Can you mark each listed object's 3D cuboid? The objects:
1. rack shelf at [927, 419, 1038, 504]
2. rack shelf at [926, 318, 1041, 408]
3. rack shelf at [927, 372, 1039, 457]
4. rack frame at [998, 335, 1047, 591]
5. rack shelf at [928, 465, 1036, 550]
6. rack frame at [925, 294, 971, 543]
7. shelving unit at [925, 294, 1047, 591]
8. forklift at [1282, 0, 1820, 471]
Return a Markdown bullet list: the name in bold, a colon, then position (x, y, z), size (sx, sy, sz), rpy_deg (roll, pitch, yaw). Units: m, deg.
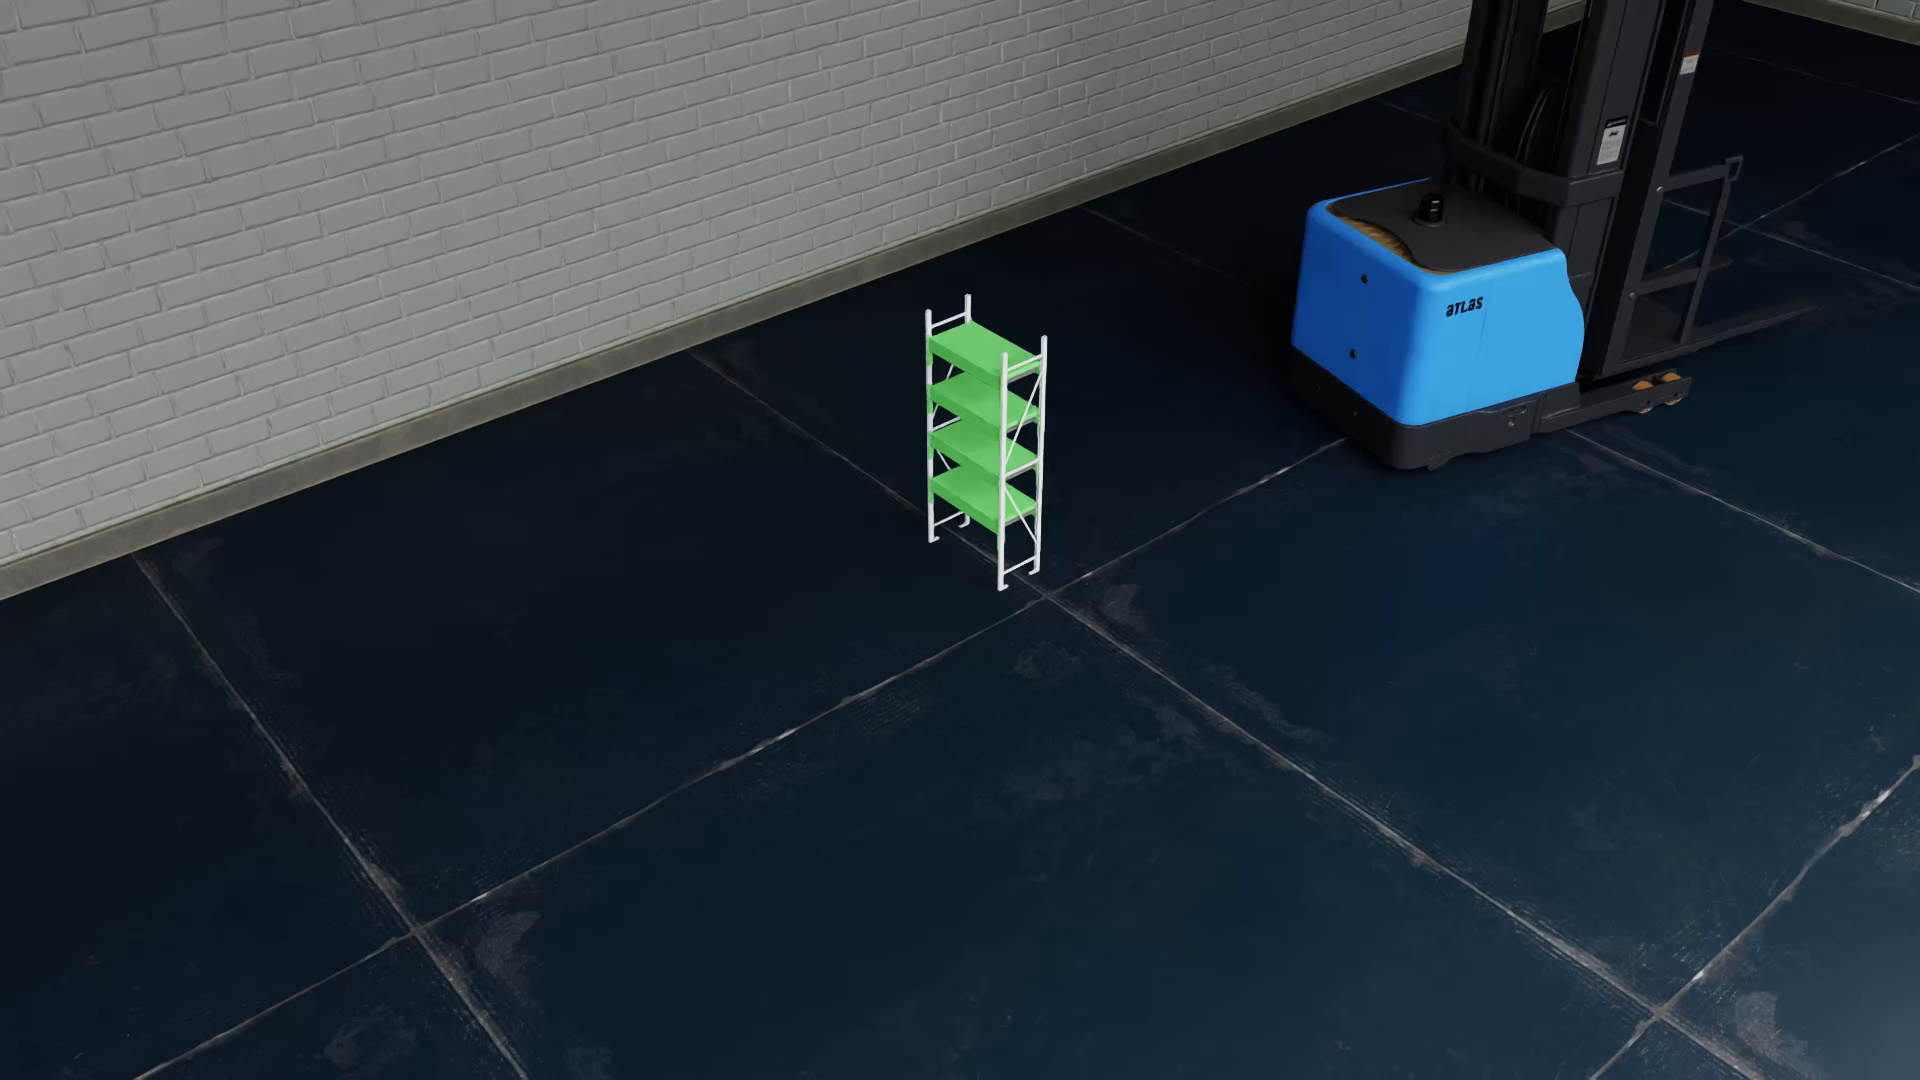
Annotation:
- **rack shelf**: position (0.107, -0.364, 7.337), size (0.258, 0.148, 0.480), rpy_deg (-26, 43, -32)
- **rack shelf**: position (0.107, -0.756, 7.060), size (0.258, 0.148, 0.480), rpy_deg (-26, 43, -32)
- **rack shelf**: position (0.107, -0.560, 7.198), size (0.258, 0.148, 0.480), rpy_deg (-26, 43, -32)
- **rack frame**: position (0.264, -0.309, 7.148), size (0.240, 1.200, 0.015), rpy_deg (-26, 43, -32)
- **rack shelf**: position (0.107, -0.169, 7.476), size (0.258, 0.148, 0.480), rpy_deg (-26, 43, -32)
- **rack frame**: position (-0.051, -0.524, 7.452), size (0.240, 1.200, 0.015), rpy_deg (-26, 43, -32)
- **shelving unit**: position (0.107, -0.417, 7.300), size (0.258, 1.200, 0.503), rpy_deg (-26, 43, -32)
- **forklift**: position (3.263, -2.116, 8.201), size (3.031, 2.935, 1.130), rpy_deg (-16, 38, -21)
